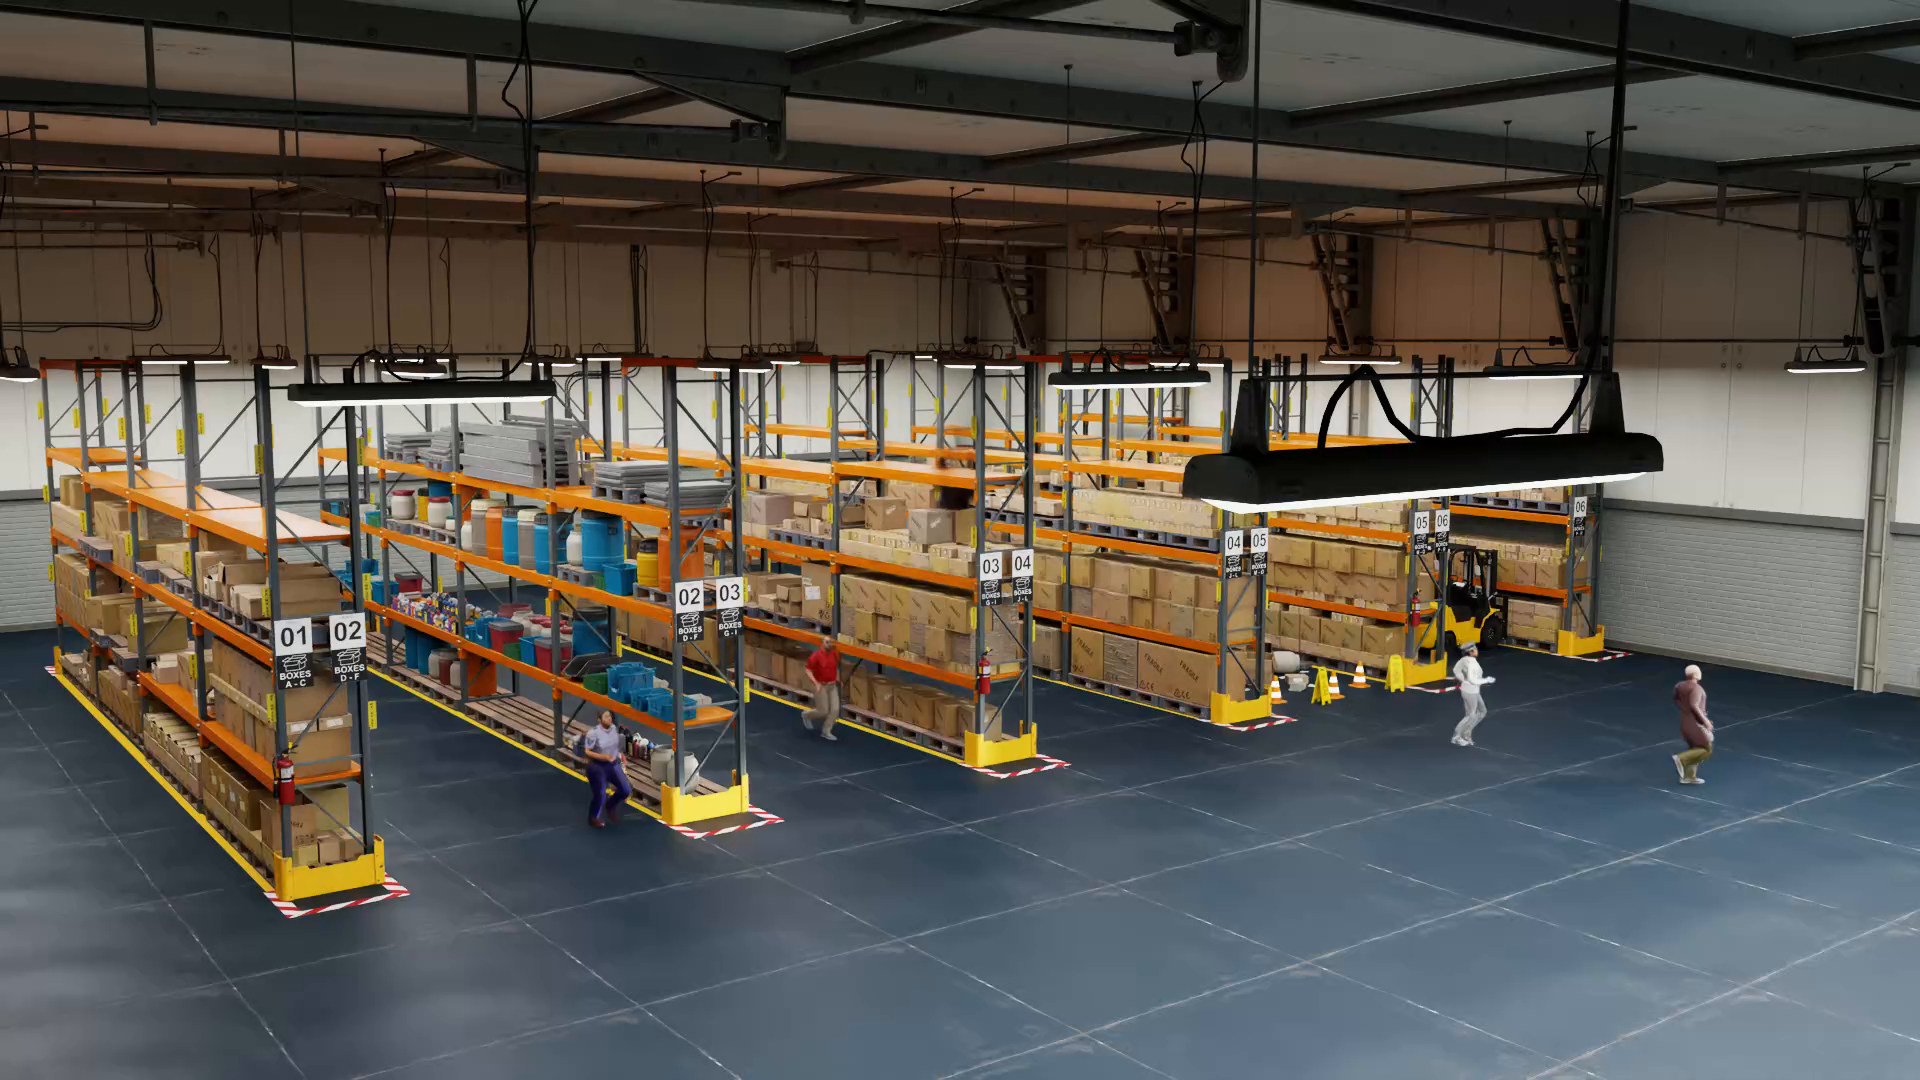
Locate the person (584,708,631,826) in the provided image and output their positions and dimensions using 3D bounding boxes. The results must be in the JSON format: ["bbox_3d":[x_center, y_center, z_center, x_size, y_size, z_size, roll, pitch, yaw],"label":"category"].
[{"bbox_3d":[-4.588,2.960,21.554,0.679,1.579,0.618,6,9,42],"label":"person"}]

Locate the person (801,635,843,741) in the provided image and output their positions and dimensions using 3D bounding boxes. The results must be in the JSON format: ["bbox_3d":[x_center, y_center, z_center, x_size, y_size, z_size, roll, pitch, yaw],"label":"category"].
[{"bbox_3d":[-2.203,2.332,26.487,0.650,1.680,0.652,-7,10,-44],"label":"person"}]

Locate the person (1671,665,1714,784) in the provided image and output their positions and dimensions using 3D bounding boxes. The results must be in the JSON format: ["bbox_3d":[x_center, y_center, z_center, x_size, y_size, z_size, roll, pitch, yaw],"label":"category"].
[{"bbox_3d":[10.421,2.637,23.709,0.637,1.733,0.710,-1,7,-5],"label":"person"}]

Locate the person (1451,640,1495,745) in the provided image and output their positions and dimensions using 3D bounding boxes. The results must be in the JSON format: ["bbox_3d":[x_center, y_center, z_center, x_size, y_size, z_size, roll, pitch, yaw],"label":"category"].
[{"bbox_3d":[7.997,2.391,25.919,0.627,1.691,0.594,1,7,9],"label":"person"}]
